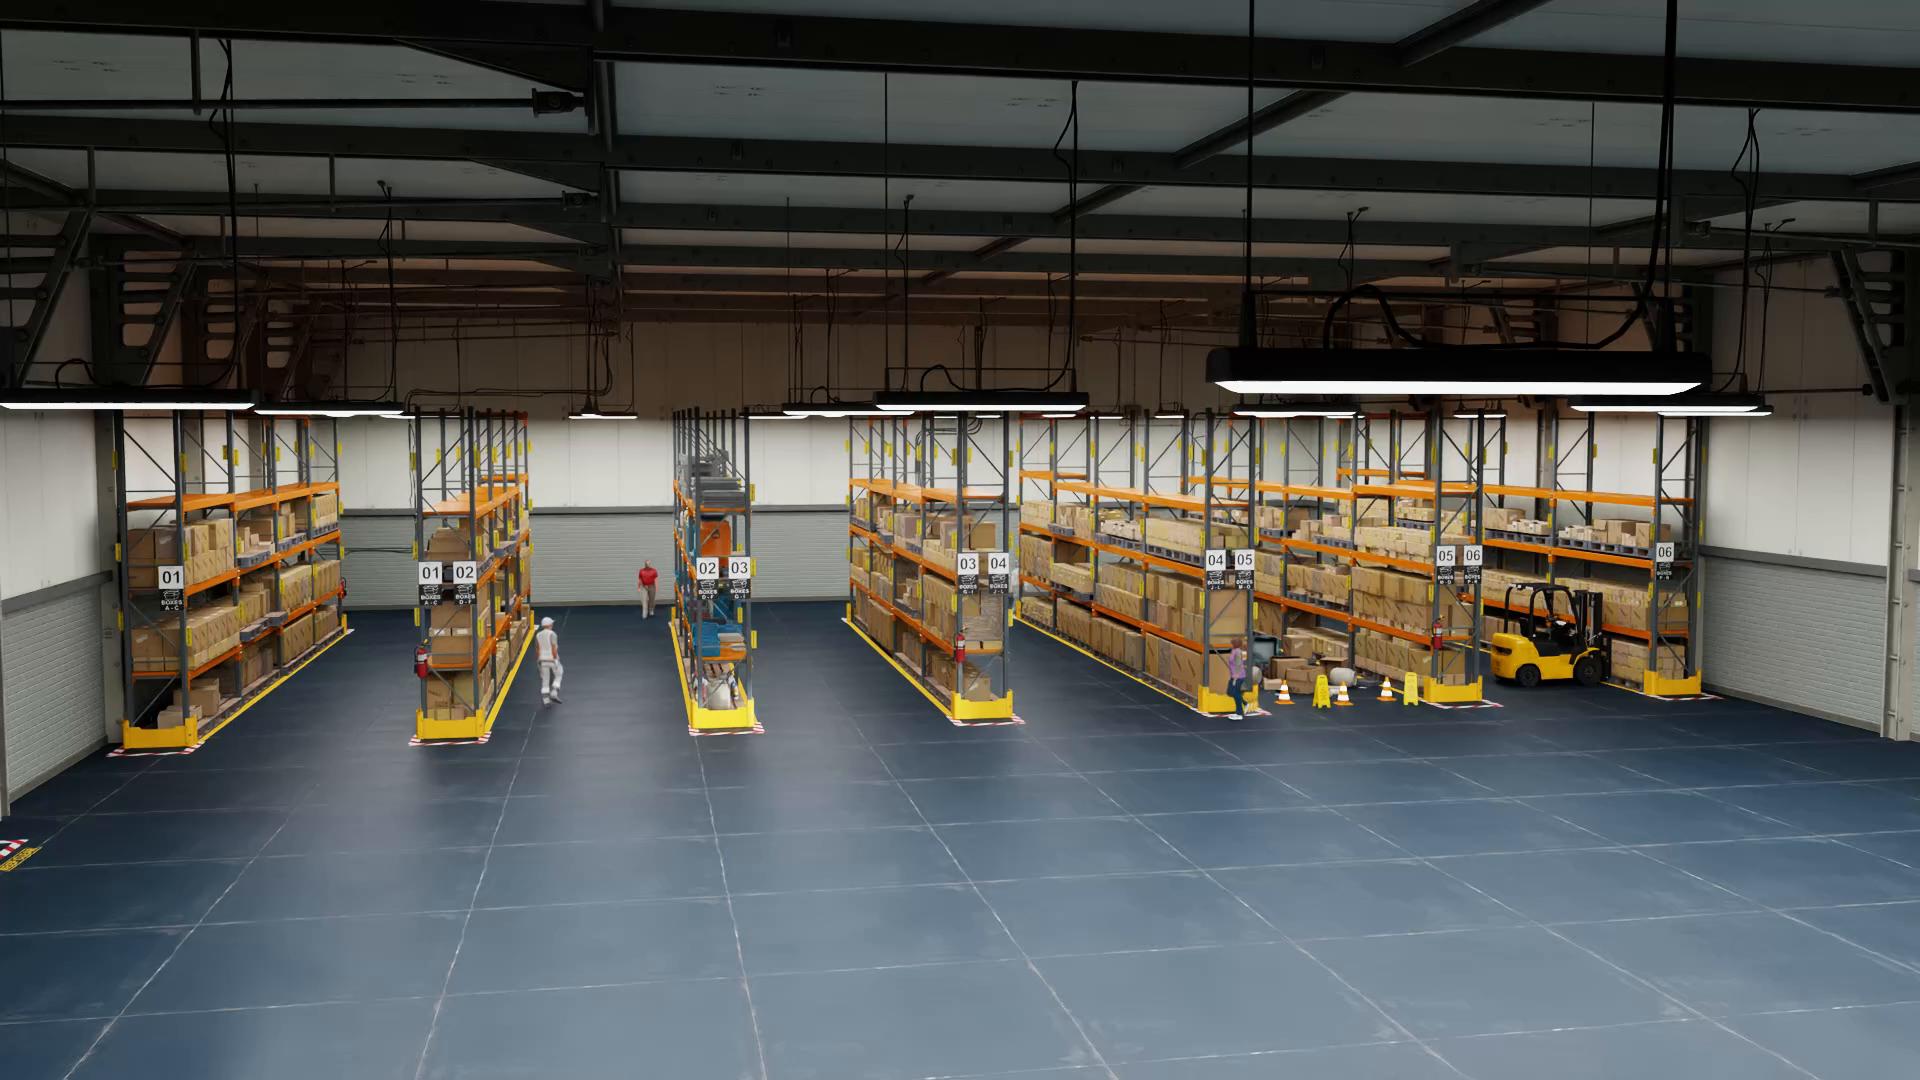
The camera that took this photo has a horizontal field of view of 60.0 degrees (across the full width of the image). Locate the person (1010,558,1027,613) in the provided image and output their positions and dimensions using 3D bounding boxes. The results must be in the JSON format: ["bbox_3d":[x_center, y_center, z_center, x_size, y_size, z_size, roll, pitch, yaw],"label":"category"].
[{"bbox_3d":[1.789,1.347,49.843,0.968,1.640,0.470,-2,5,-29],"label":"person"}]

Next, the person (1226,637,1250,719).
[{"bbox_3d":[5.363,2.643,31.914,0.463,1.585,0.416,0,4,-6],"label":"person"}]

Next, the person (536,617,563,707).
[{"bbox_3d":[-8.297,2.438,33.478,0.543,1.772,0.496,0,4,4],"label":"person"}]

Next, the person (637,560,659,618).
[{"bbox_3d":[-9.122,1.417,48.598,0.618,1.659,1.074,-1,4,-8],"label":"person"}]
